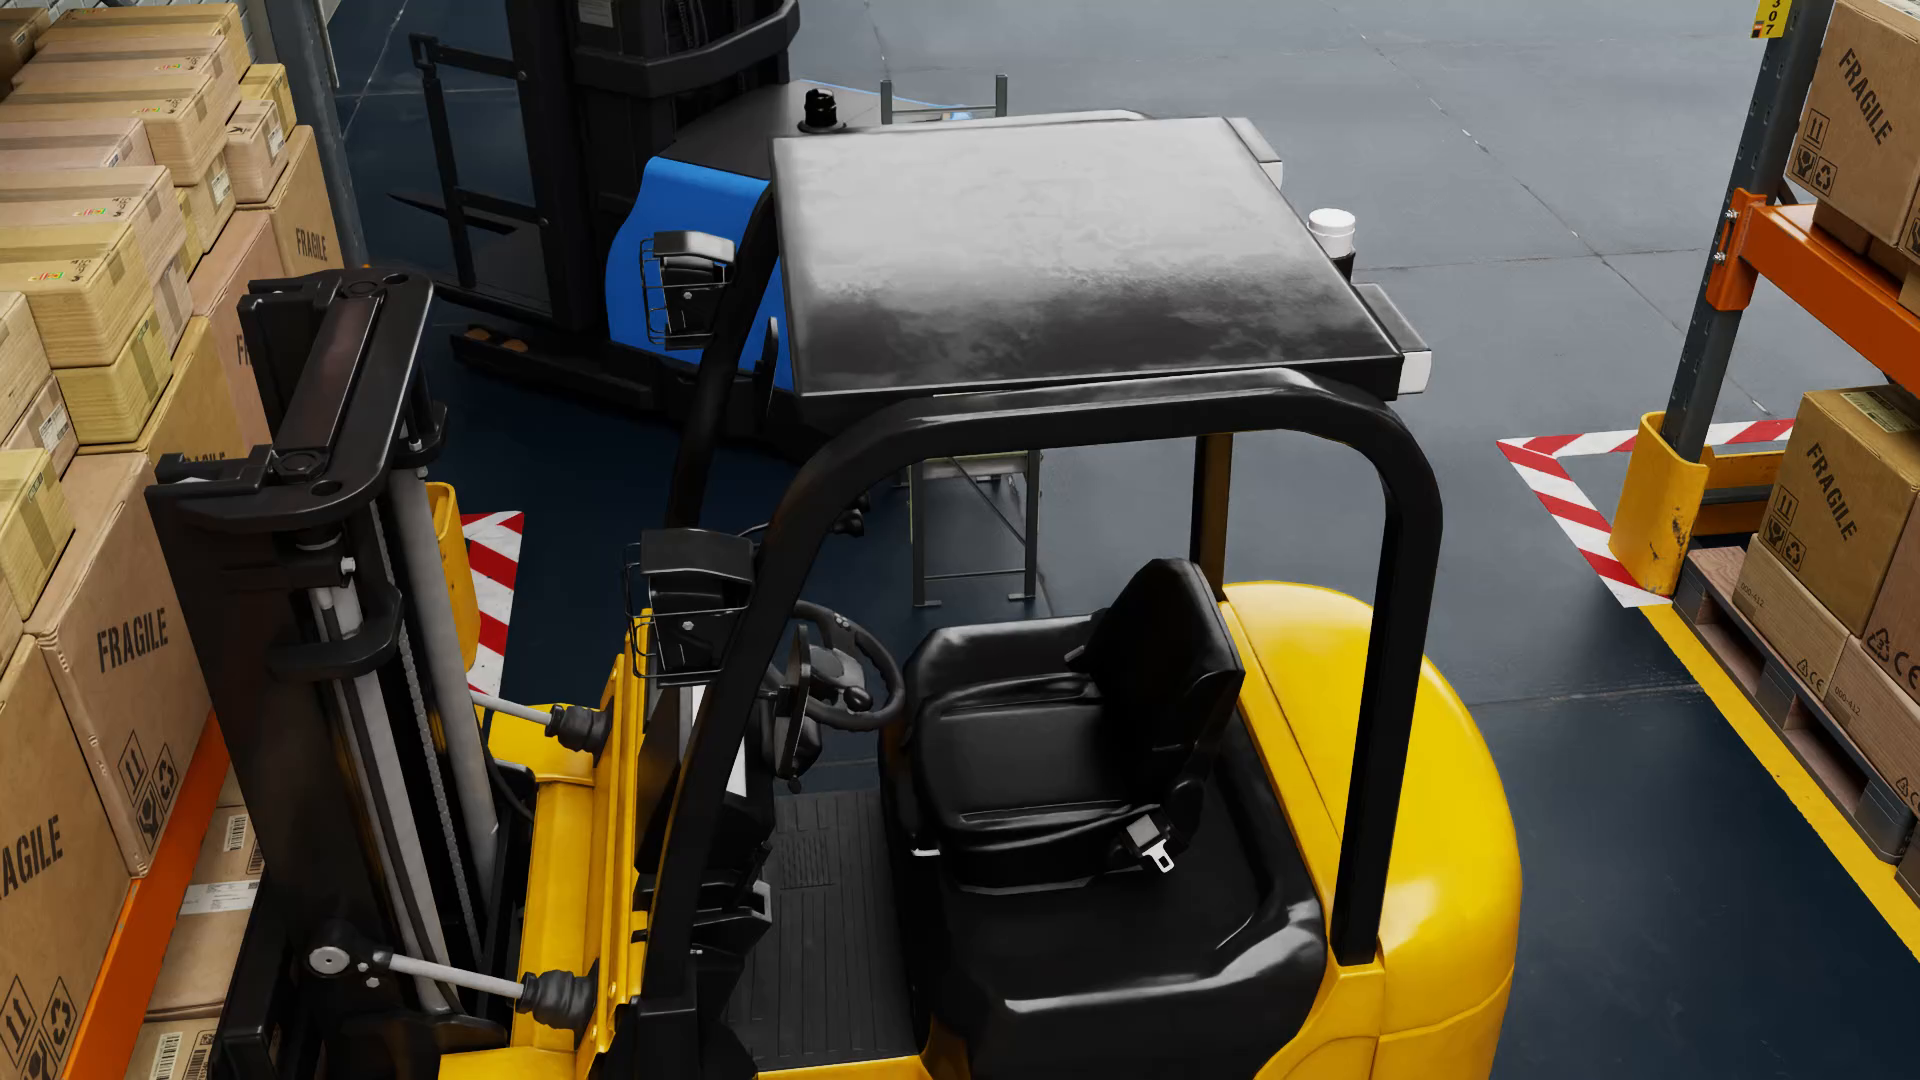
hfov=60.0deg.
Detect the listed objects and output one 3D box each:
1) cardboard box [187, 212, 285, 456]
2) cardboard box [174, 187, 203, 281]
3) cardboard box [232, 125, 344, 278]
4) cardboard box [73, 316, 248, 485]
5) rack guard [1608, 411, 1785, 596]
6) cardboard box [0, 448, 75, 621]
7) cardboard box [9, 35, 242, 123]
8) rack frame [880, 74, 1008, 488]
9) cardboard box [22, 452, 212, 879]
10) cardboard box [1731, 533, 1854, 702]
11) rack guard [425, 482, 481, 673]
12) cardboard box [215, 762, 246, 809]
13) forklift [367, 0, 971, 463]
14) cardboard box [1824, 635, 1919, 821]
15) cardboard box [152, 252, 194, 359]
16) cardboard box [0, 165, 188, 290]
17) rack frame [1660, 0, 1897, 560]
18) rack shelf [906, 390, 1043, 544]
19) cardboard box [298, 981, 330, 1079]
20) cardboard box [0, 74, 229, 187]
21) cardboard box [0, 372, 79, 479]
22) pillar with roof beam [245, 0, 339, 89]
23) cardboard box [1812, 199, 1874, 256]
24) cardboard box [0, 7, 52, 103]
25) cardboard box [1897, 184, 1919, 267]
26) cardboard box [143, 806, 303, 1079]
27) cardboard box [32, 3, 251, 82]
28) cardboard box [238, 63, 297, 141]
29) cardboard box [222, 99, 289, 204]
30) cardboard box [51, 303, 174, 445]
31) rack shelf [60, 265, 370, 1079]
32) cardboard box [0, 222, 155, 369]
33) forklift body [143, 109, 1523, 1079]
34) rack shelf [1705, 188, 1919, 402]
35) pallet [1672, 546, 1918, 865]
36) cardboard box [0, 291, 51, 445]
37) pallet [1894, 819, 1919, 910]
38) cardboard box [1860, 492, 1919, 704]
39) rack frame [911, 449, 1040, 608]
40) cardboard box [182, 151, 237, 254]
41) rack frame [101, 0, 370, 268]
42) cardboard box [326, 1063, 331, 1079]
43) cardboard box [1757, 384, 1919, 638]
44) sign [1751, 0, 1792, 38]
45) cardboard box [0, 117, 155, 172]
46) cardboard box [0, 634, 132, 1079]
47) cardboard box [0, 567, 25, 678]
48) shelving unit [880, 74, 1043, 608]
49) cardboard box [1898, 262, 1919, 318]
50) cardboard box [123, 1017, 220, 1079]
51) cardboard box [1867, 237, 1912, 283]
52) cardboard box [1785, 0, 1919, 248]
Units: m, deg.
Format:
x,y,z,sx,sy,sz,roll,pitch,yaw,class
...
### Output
x,y,z,sx,sy,sz,roll,pitch,yaw,class
-1.719,-0.352,3.515,0.500,0.500,0.500,-3,34,-5,cardboard box
-1.722,-0.564,3.249,0.380,0.149,0.250,-5,35,-7,cardboard box
-1.780,-0.643,3.940,0.500,0.500,0.500,-5,35,-7,cardboard box
-1.650,-0.066,3.095,0.500,0.500,0.500,-5,35,-7,cardboard box
2.822,-0.159,5.539,1.175,0.500,0.348,-4,35,-6,rack guard
-1.539,0.005,2.415,0.380,0.149,0.250,-5,35,-7,cardboard box
-1.785,-0.969,3.579,0.380,0.149,0.250,-4,35,-6,cardboard box
-0.050,-0.828,5.633,0.400,1.500,0.023,-4,35,-6,rack frame
-1.571,0.213,2.685,0.500,0.500,0.500,-4,34,-6,cardboard box
2.646,0.200,4.862,0.500,0.250,0.500,-5,35,-7,cardboard box
-2.109,0.164,5.066,1.175,0.500,0.348,-4,35,-6,rack guard
-1.583,0.492,3.545,0.500,0.250,0.500,-4,34,-6,cardboard box
-1.472,-2.088,6.211,3.031,2.935,1.130,17,38,24,forklift
2.708,0.485,4.443,0.500,0.250,0.500,-3,34,-5,cardboard box
-1.639,-0.419,3.036,0.380,0.149,0.250,-5,35,-8,cardboard box
-1.618,-0.544,2.955,0.380,0.149,0.250,-4,34,-5,cardboard box
2.812,-1.234,4.897,1.000,3.000,0.127,-4,35,-6,rack frame
-0.001,-0.354,5.517,0.431,0.370,0.720,-4,35,-6,rack shelf
-1.520,0.995,3.251,0.500,0.250,0.500,-4,35,-7,cardboard box
-1.723,-0.825,3.368,0.380,0.149,0.250,-4,34,-5,cardboard box
-1.641,-0.133,2.617,0.380,0.149,0.250,-5,35,-7,cardboard box
0.553,-6.552,7.374,9.100,9.000,0.400,-4,35,-6,pillar with roof beam
2.653,-0.925,4.667,0.380,0.149,0.250,-4,35,-6,cardboard box
-2.273,-1.085,3.749,0.380,0.149,0.250,-5,35,-7,cardboard box
2.674,-0.824,3.943,0.500,0.500,0.500,-3,34,-5,cardboard box
-1.522,0.776,3.129,0.500,0.250,0.500,-5,35,-7,cardboard box
-1.849,-1.104,3.778,0.380,0.149,0.250,-4,35,-6,cardboard box
-1.782,-0.993,3.879,0.380,0.149,0.250,-4,34,-6,cardboard box
-1.718,-0.853,3.673,0.380,0.149,0.250,-4,34,-6,cardboard box
-1.585,-0.279,2.831,0.380,0.149,0.250,-4,34,-6,cardboard box
-1.837,0.557,2.907,1.077,0.370,4.000,-4,35,-6,rack shelf
-1.578,-0.400,2.744,0.380,0.149,0.250,-4,34,-5,cardboard box
-0.043,0.415,3.231,2.313,2.155,1.214,-4,35,-6,forklift body
3.081,0.179,3.462,1.077,0.370,4.000,-4,35,-6,rack shelf
2.896,0.417,4.951,1.003,0.211,1.213,-4,35,-6,pallet
-1.637,-0.249,2.523,0.380,0.149,0.250,-4,34,-6,cardboard box
3.057,1.096,3.954,1.003,0.211,1.213,-4,35,-6,pallet
2.725,0.195,4.204,0.500,0.500,0.500,-6,35,-8,cardboard box
0.048,-0.419,5.033,0.400,1.500,0.023,-4,35,-6,rack frame
-1.744,-0.703,3.454,0.380,0.149,0.250,-4,34,-5,cardboard box
-2.106,-0.856,4.342,1.000,3.000,0.127,-4,35,-6,rack frame
-1.522,1.191,3.407,0.500,0.250,0.500,-3,34,-5,cardboard box
2.650,-0.097,4.631,0.500,0.500,0.500,-5,35,-8,cardboard box
2.274,-1.551,4.593,0.100,0.325,0.005,-4,35,-6,sign
-1.763,-0.681,3.156,0.380,0.149,0.250,-4,34,-6,cardboard box
-1.525,0.496,2.270,0.500,0.500,0.500,-5,35,-7,cardboard box
-1.494,0.153,2.198,0.380,0.149,0.250,-5,35,-8,cardboard box
-0.001,-0.623,5.333,0.431,1.500,0.755,-4,35,-6,shelving unit
2.656,-0.631,4.235,0.380,0.149,0.250,-5,35,-8,cardboard box
-1.459,1.069,2.698,0.500,0.250,0.500,-3,34,-5,cardboard box
2.701,-0.785,4.461,0.380,0.149,0.250,-4,34,-6,cardboard box
2.601,-1.113,4.366,0.500,0.500,0.500,-5,35,-7,cardboard box
